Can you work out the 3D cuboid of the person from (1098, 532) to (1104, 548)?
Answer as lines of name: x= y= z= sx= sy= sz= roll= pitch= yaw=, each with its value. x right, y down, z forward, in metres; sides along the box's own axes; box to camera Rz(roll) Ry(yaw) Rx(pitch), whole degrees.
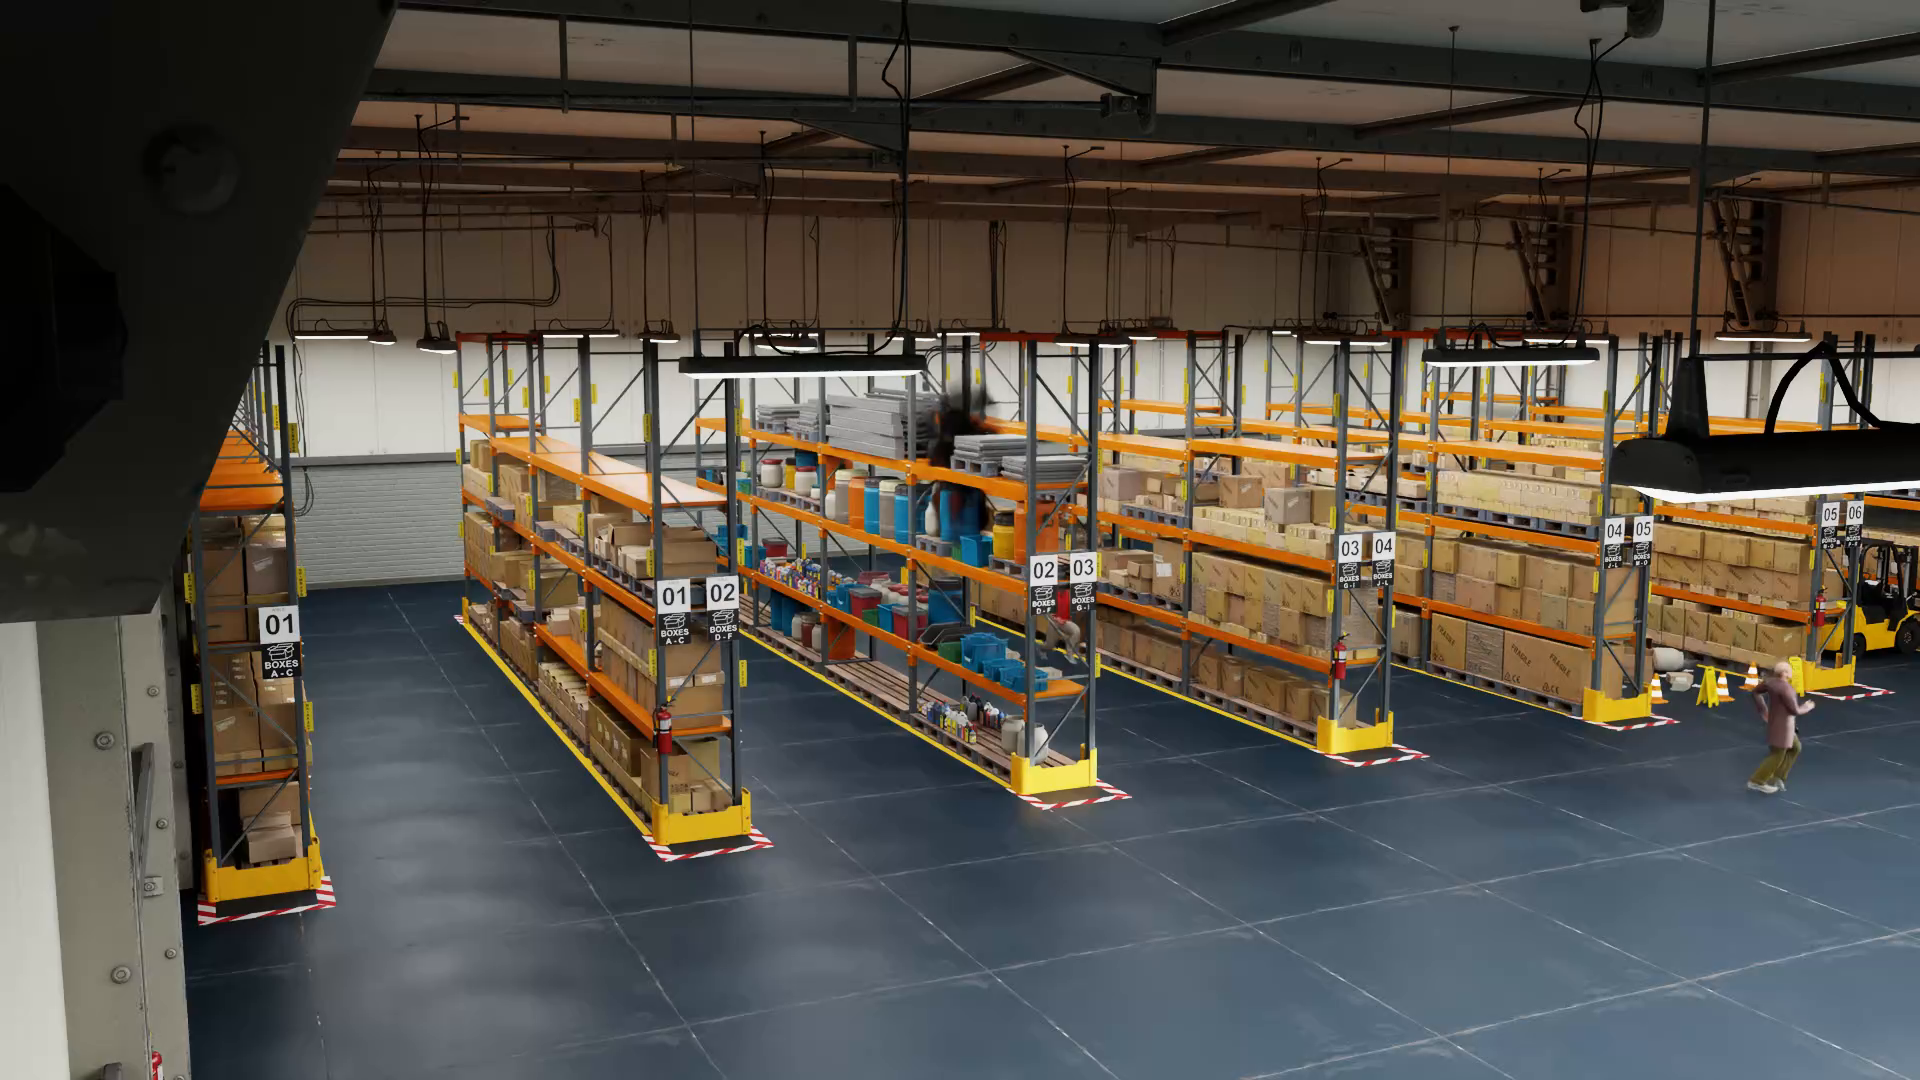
person: x=3.026 y=0.377 z=38.076 sx=0.584 sy=1.710 sz=0.899 roll=-2 pitch=8 yaw=-17

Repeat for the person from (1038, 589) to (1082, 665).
person: x=1.728 y=1.438 z=29.517 sx=0.633 sy=1.539 sz=1.114 roll=-3 pitch=8 yaw=-23

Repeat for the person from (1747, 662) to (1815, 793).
person: x=10.860 y=2.507 z=21.993 sx=0.798 sy=1.826 sz=0.689 roll=1 pitch=8 yaw=9

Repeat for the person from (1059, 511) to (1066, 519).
person: x=2.368 y=0.144 z=39.504 sx=0.686 sy=1.787 sz=0.937 roll=0 pitch=8 yaw=-2
